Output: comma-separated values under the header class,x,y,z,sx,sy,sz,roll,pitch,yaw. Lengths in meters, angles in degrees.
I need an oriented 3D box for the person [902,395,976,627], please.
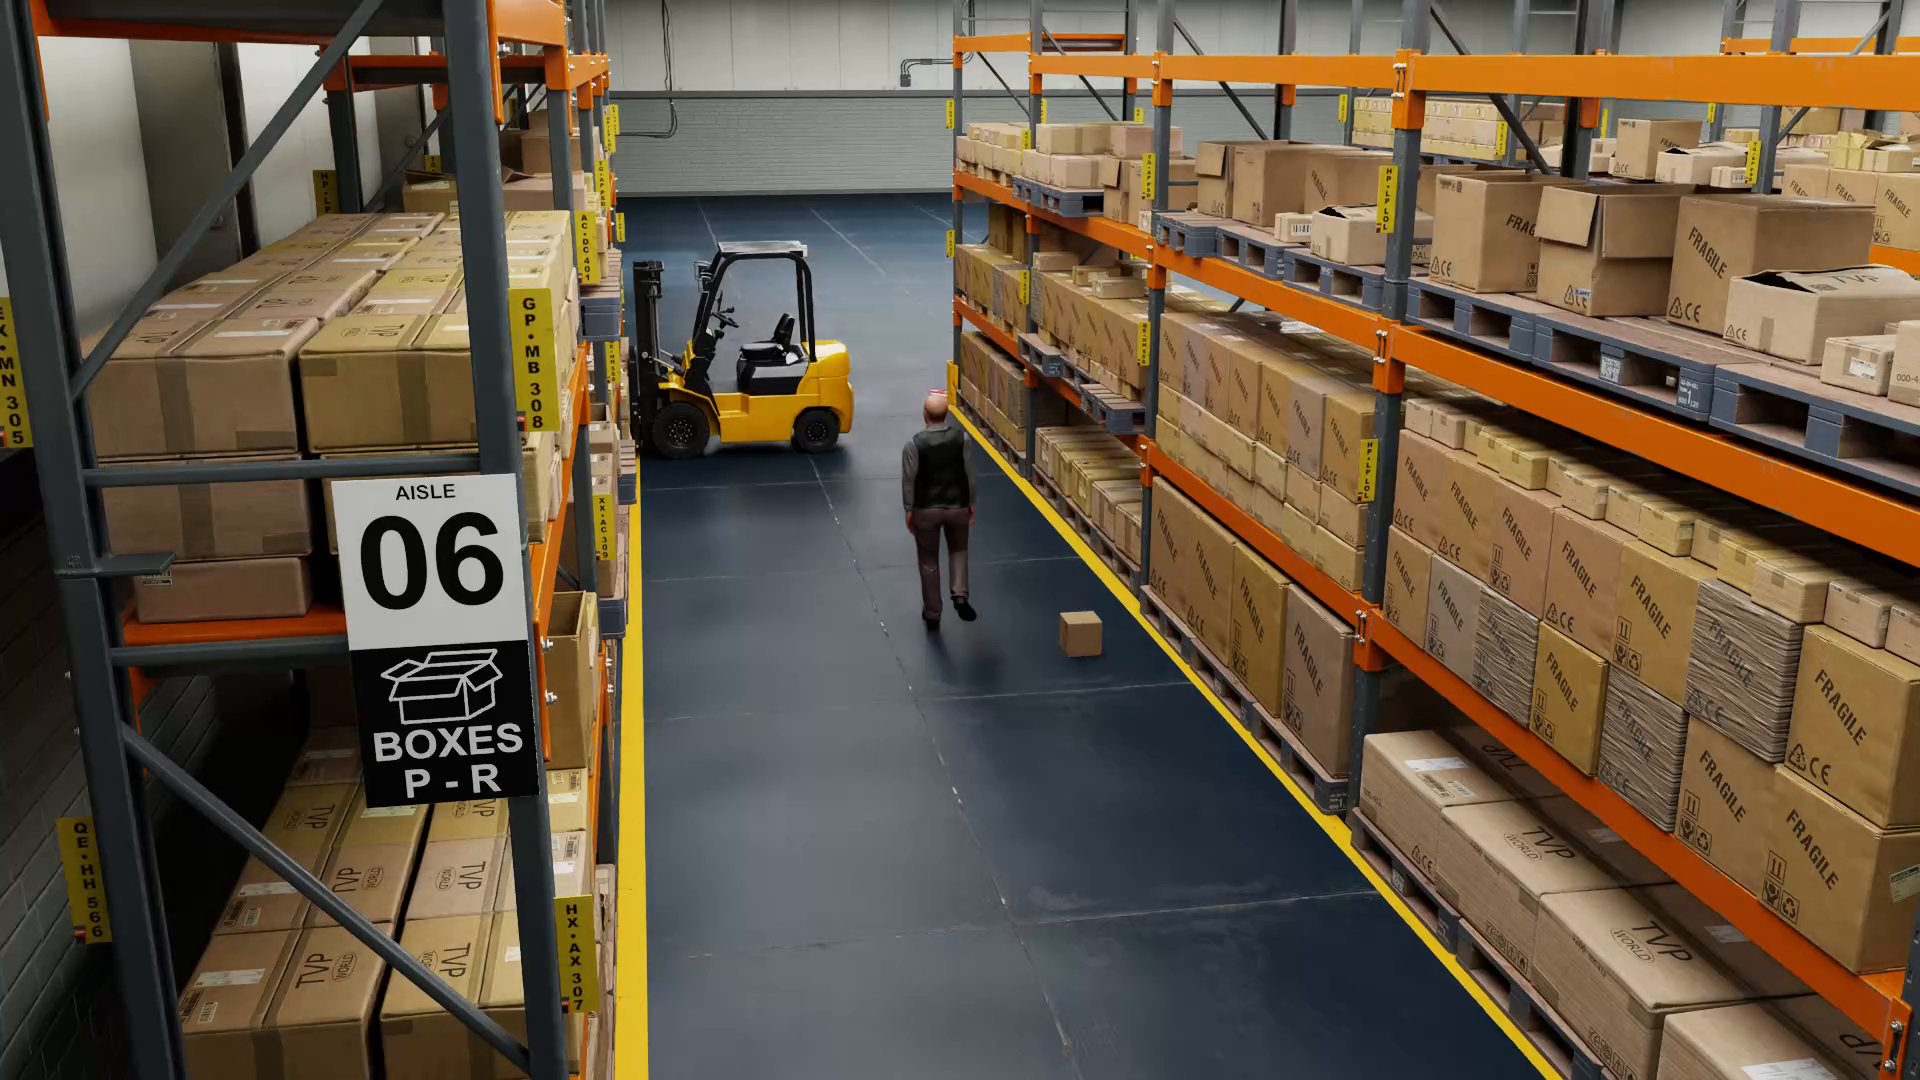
class,x,y,z,sx,sy,sz,roll,pitch,yaw
person,-0.144,-0.202,12.178,0.562,1.720,0.488,-4,17,-14
